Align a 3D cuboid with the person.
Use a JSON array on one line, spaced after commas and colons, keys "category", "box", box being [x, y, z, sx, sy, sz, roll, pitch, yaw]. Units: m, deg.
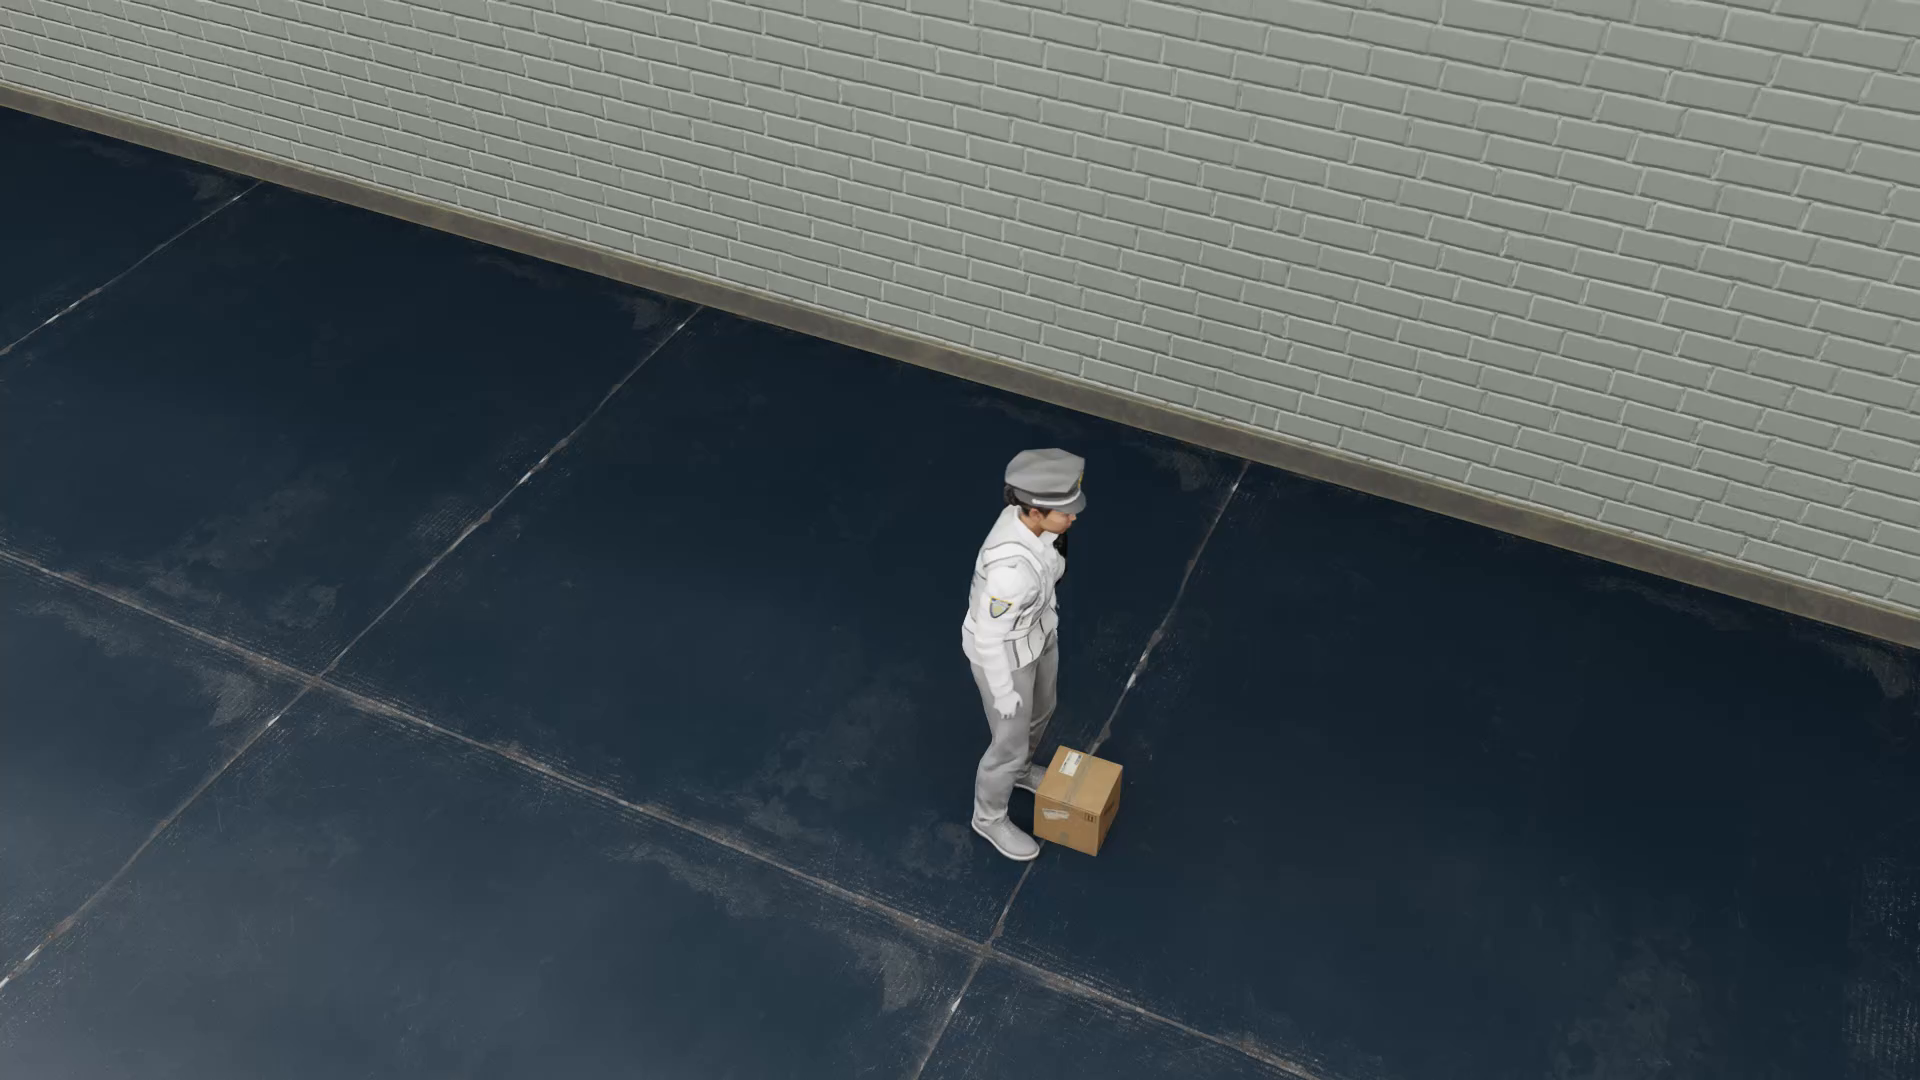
[{"category": "person", "box": [0.213, 0.377, 5.745, 0.375, 1.659, 0.527, 16, 45, 17]}]
